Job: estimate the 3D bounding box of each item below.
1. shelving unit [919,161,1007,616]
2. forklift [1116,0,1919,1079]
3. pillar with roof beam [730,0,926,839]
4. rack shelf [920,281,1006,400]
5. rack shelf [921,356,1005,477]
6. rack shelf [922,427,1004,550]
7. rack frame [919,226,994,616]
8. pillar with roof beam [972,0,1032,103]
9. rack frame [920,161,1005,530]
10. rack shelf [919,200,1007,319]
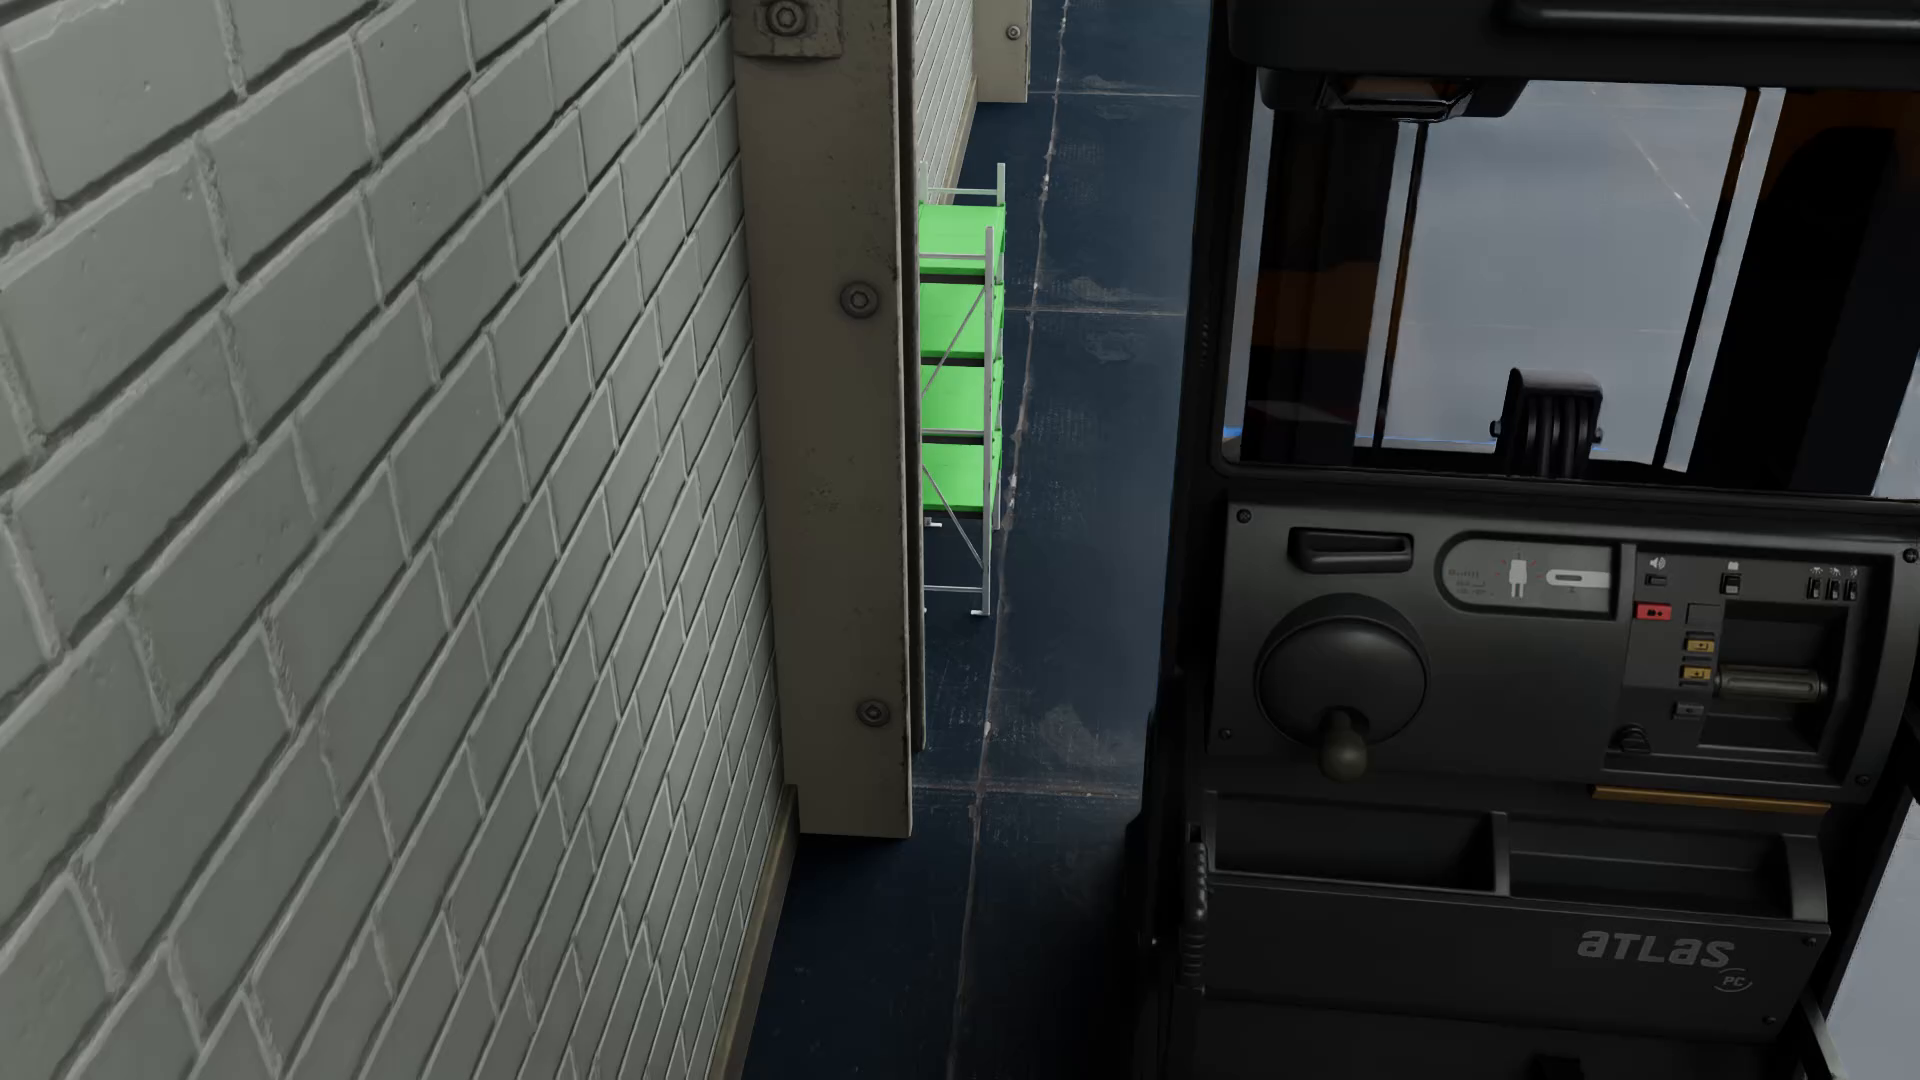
[{"bbox_3d":[-0.013,-0.424,4.795,0.258,1.200,0.503,2,32,4],"label":"shelving unit"},{"bbox_3d":[0.806,0.207,2.120,1.130,2.935,3.031,4,32,6],"label":"forklift"},{"bbox_3d":[4.031,-3.028,1.586,9.100,9.000,0.400,2,32,4],"label":"pillar with roof beam"},{"bbox_3d":[-0.013,-0.574,4.702,0.258,0.148,0.480,2,32,4],"label":"rack shelf"},{"bbox_3d":[-0.013,-0.370,4.828,0.258,0.148,0.480,2,32,4],"label":"rack shelf"},{"bbox_3d":[-0.013,-0.166,4.954,0.258,0.148,0.480,2,32,4],"label":"rack shelf"},{"bbox_3d":[-0.033,-0.297,4.588,0.240,1.200,0.015,2,32,4],"label":"rack frame"},{"bbox_3d":[4.519,-6.165,6.677,9.100,9.000,0.400,2,32,4],"label":"pillar with roof beam"},{"bbox_3d":[0.006,-0.552,5.002,0.240,1.200,0.015,2,32,4],"label":"rack frame"},{"bbox_3d":[-0.013,-0.778,4.576,0.258,0.148,0.480,2,32,4],"label":"rack shelf"}]
